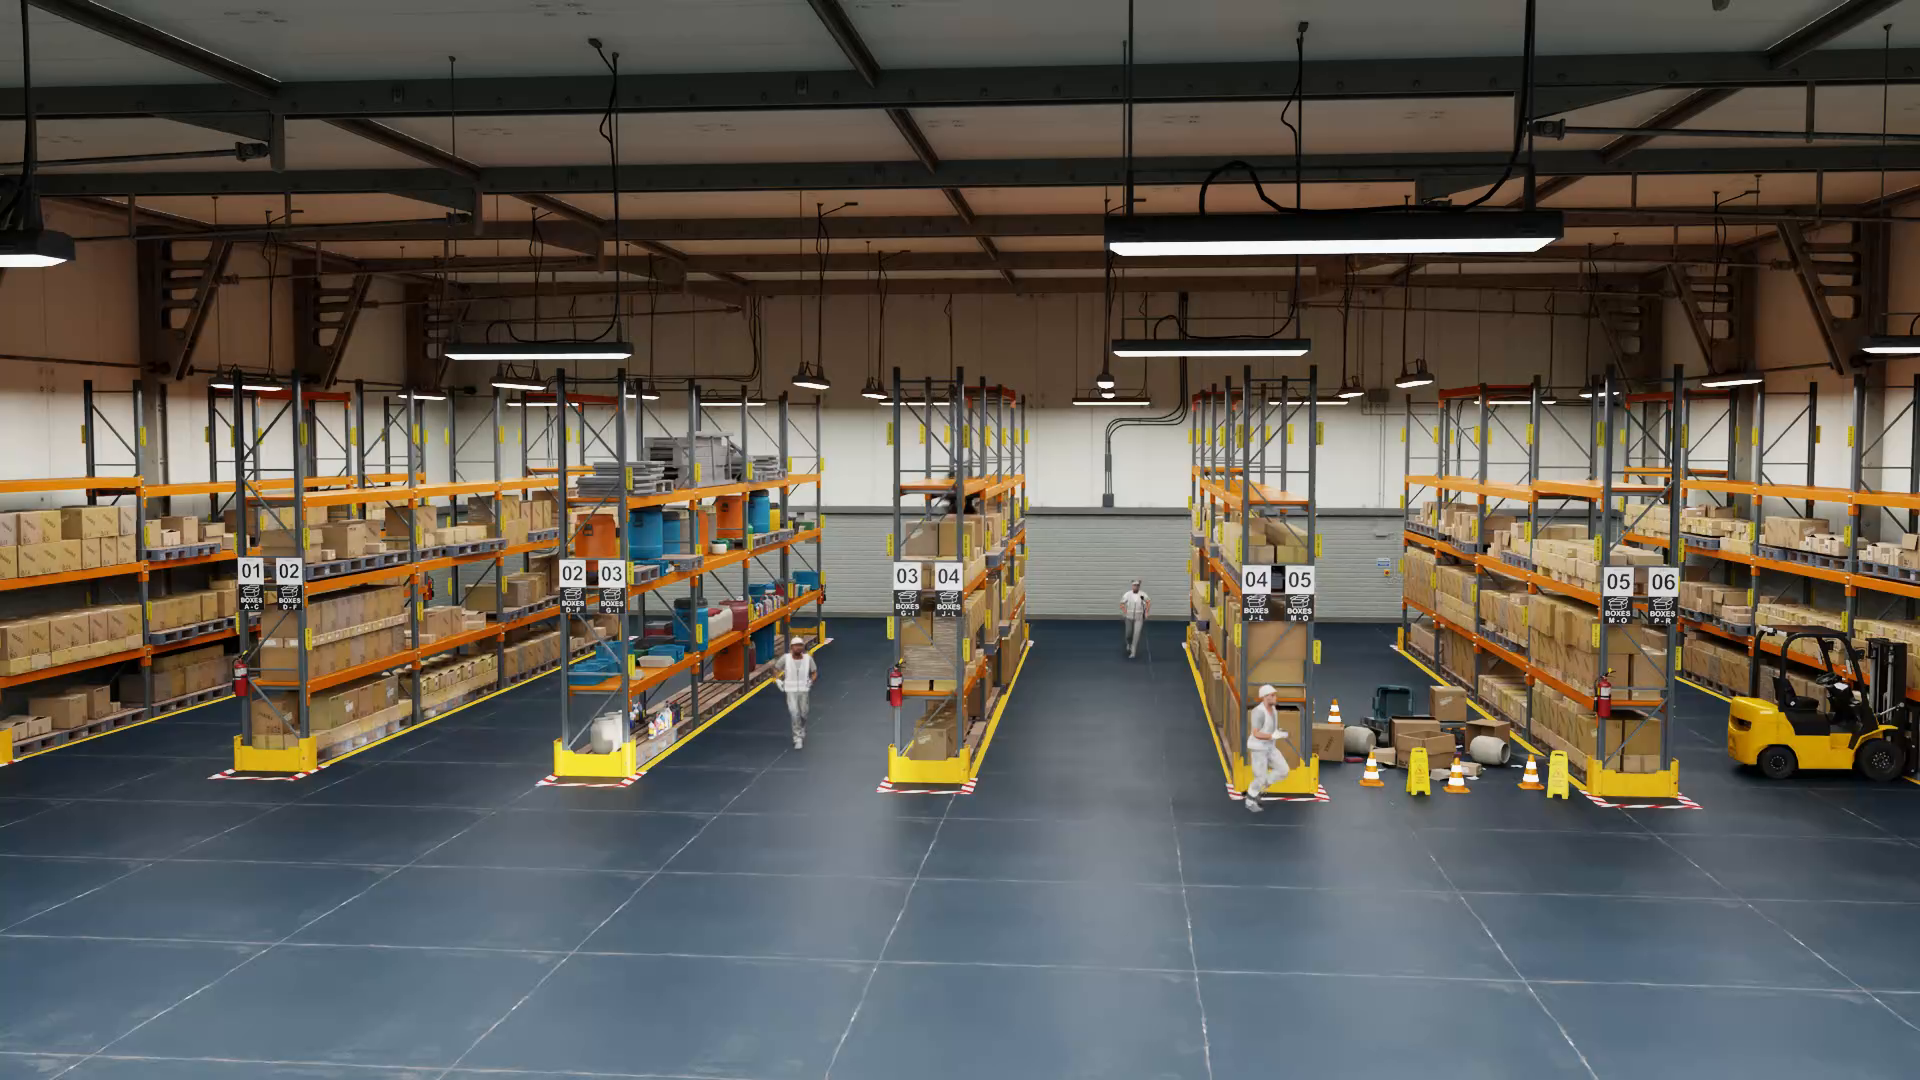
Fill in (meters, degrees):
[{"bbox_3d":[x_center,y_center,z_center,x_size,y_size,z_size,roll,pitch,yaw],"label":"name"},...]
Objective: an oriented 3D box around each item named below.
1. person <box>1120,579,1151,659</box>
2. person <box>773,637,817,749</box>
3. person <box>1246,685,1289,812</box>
[{"bbox_3d":[3.982,1.775,37.838,0.695,1.771,0.931,1,4,8],"label":"person"},{"bbox_3d":[-2.651,2.450,26.920,0.709,1.761,0.859,-1,4,-14],"label":"person"},{"bbox_3d":[4.068,2.761,21.938,0.709,1.727,0.707,3,5,41],"label":"person"}]
